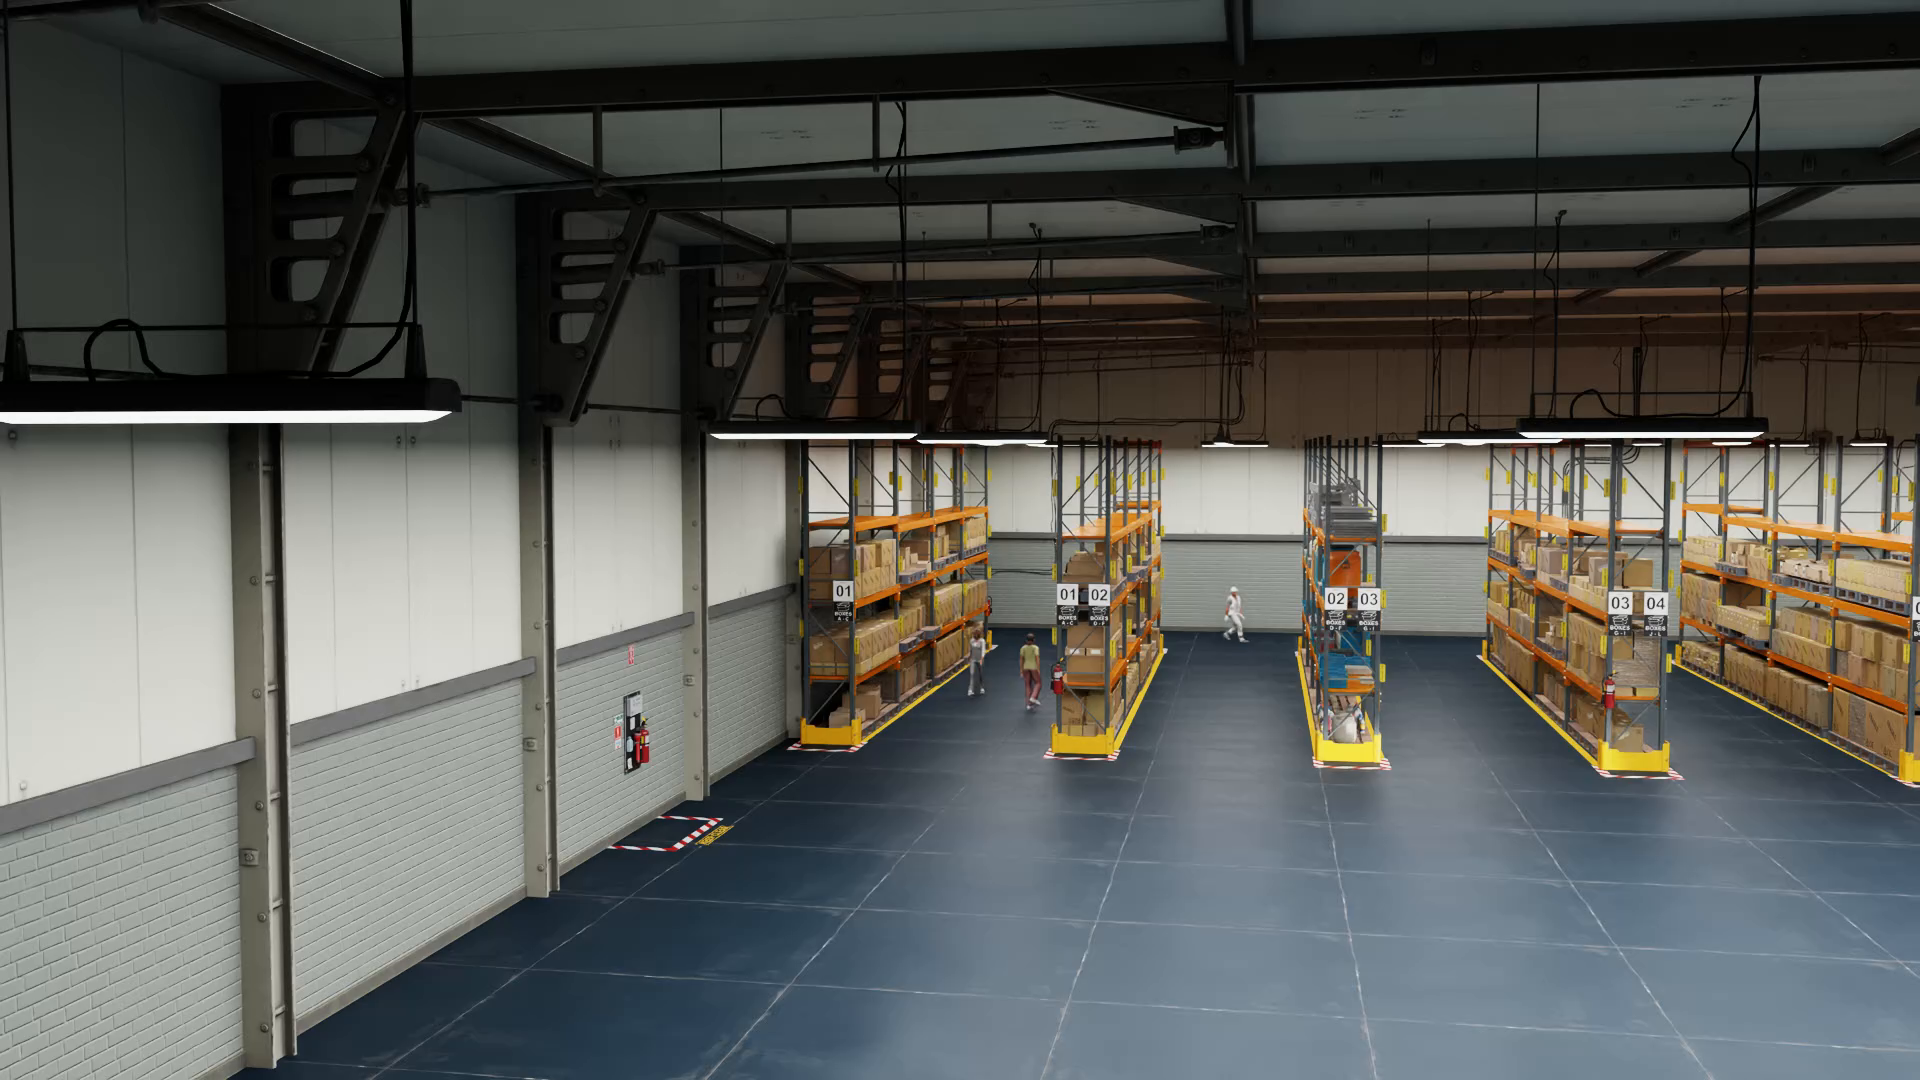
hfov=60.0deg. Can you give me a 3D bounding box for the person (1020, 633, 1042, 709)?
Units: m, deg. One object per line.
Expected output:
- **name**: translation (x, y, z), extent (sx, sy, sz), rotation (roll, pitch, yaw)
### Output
- **person**: translation (1.562, 2.894, 36.801), extent (0.499, 1.661, 0.471), rotation (1, 3, 19)

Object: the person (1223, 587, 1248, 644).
- **person**: translation (8.161, 2.222, 49.349), extent (0.544, 1.679, 1.052), rotation (-3, 4, -39)

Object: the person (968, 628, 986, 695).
- **person**: translation (0.383, 2.840, 38.669), extent (0.434, 1.544, 0.932), rotation (1, 3, 16)
